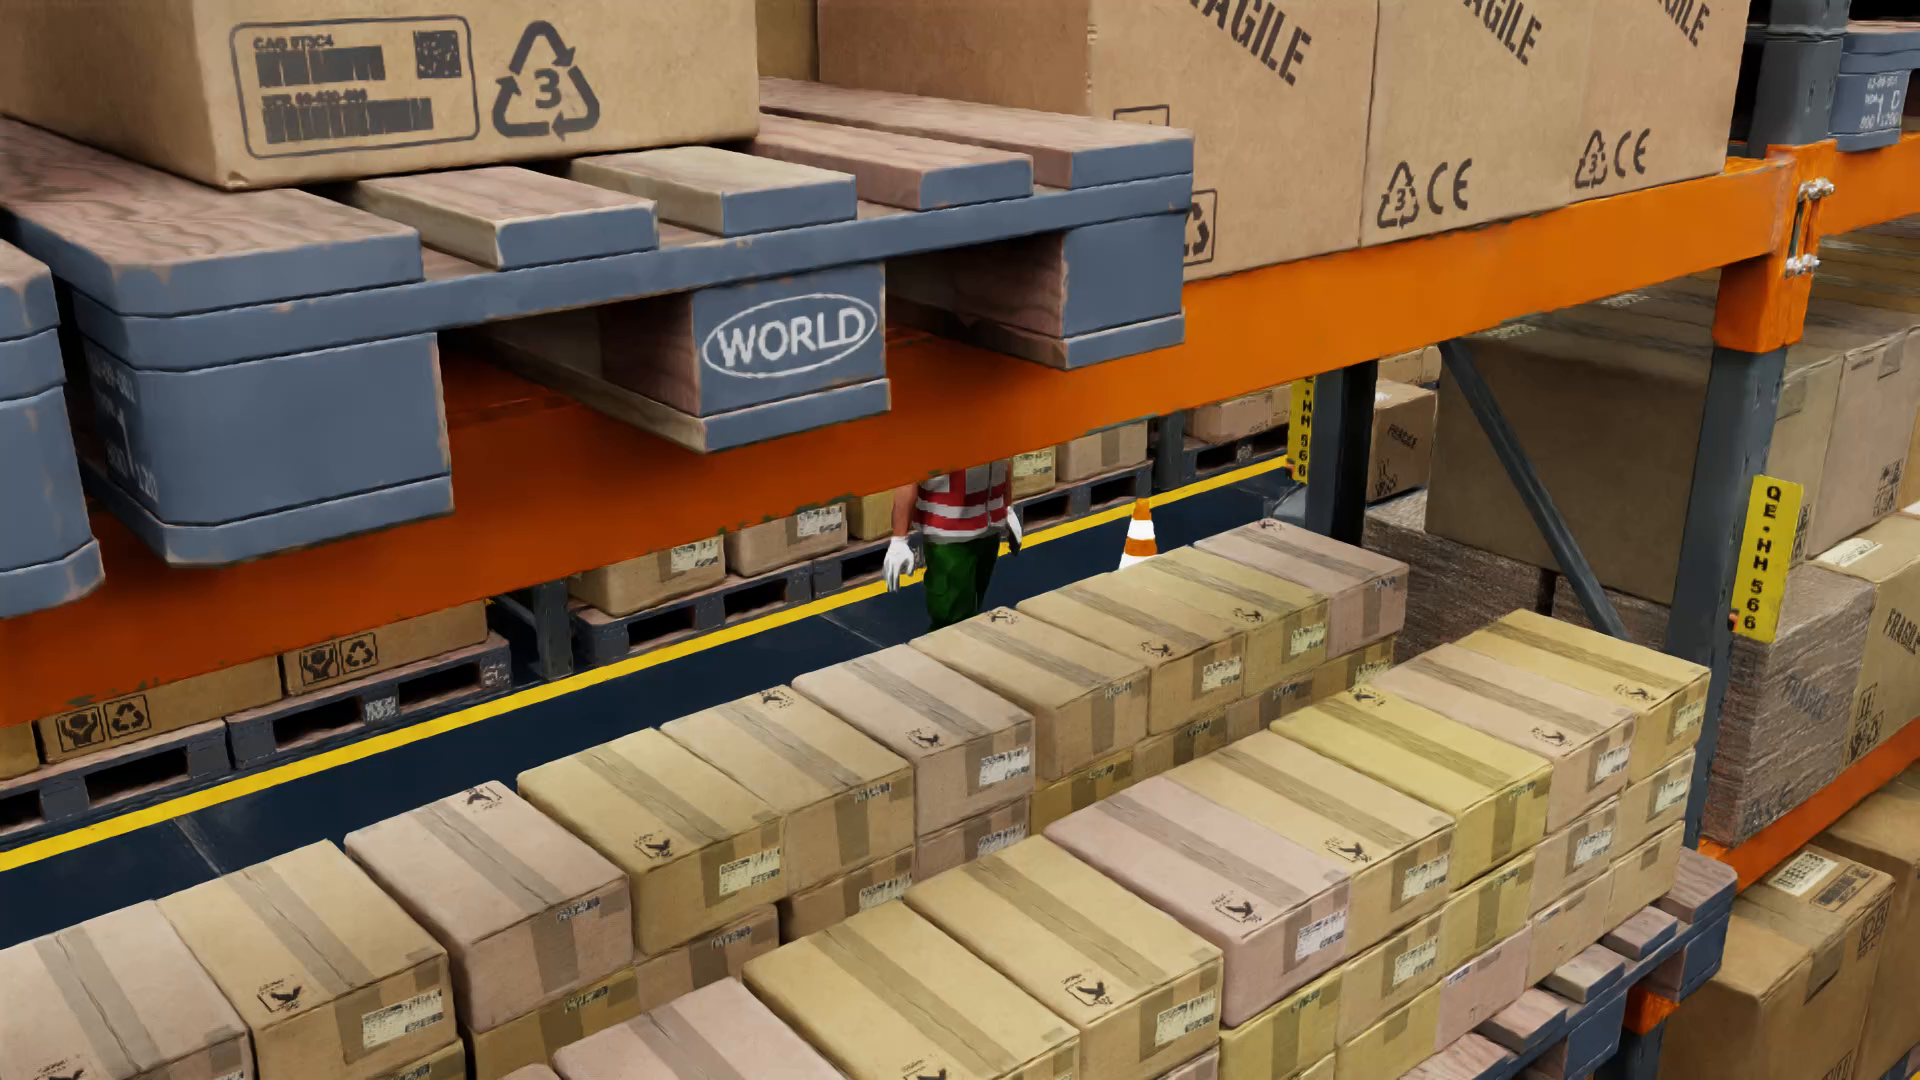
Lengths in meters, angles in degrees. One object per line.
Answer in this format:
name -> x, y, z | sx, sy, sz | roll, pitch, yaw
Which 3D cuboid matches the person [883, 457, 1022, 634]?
person -> -0.007, 0.104, 6.602 | 0.634, 1.550, 0.753 | 16, 26, 36
